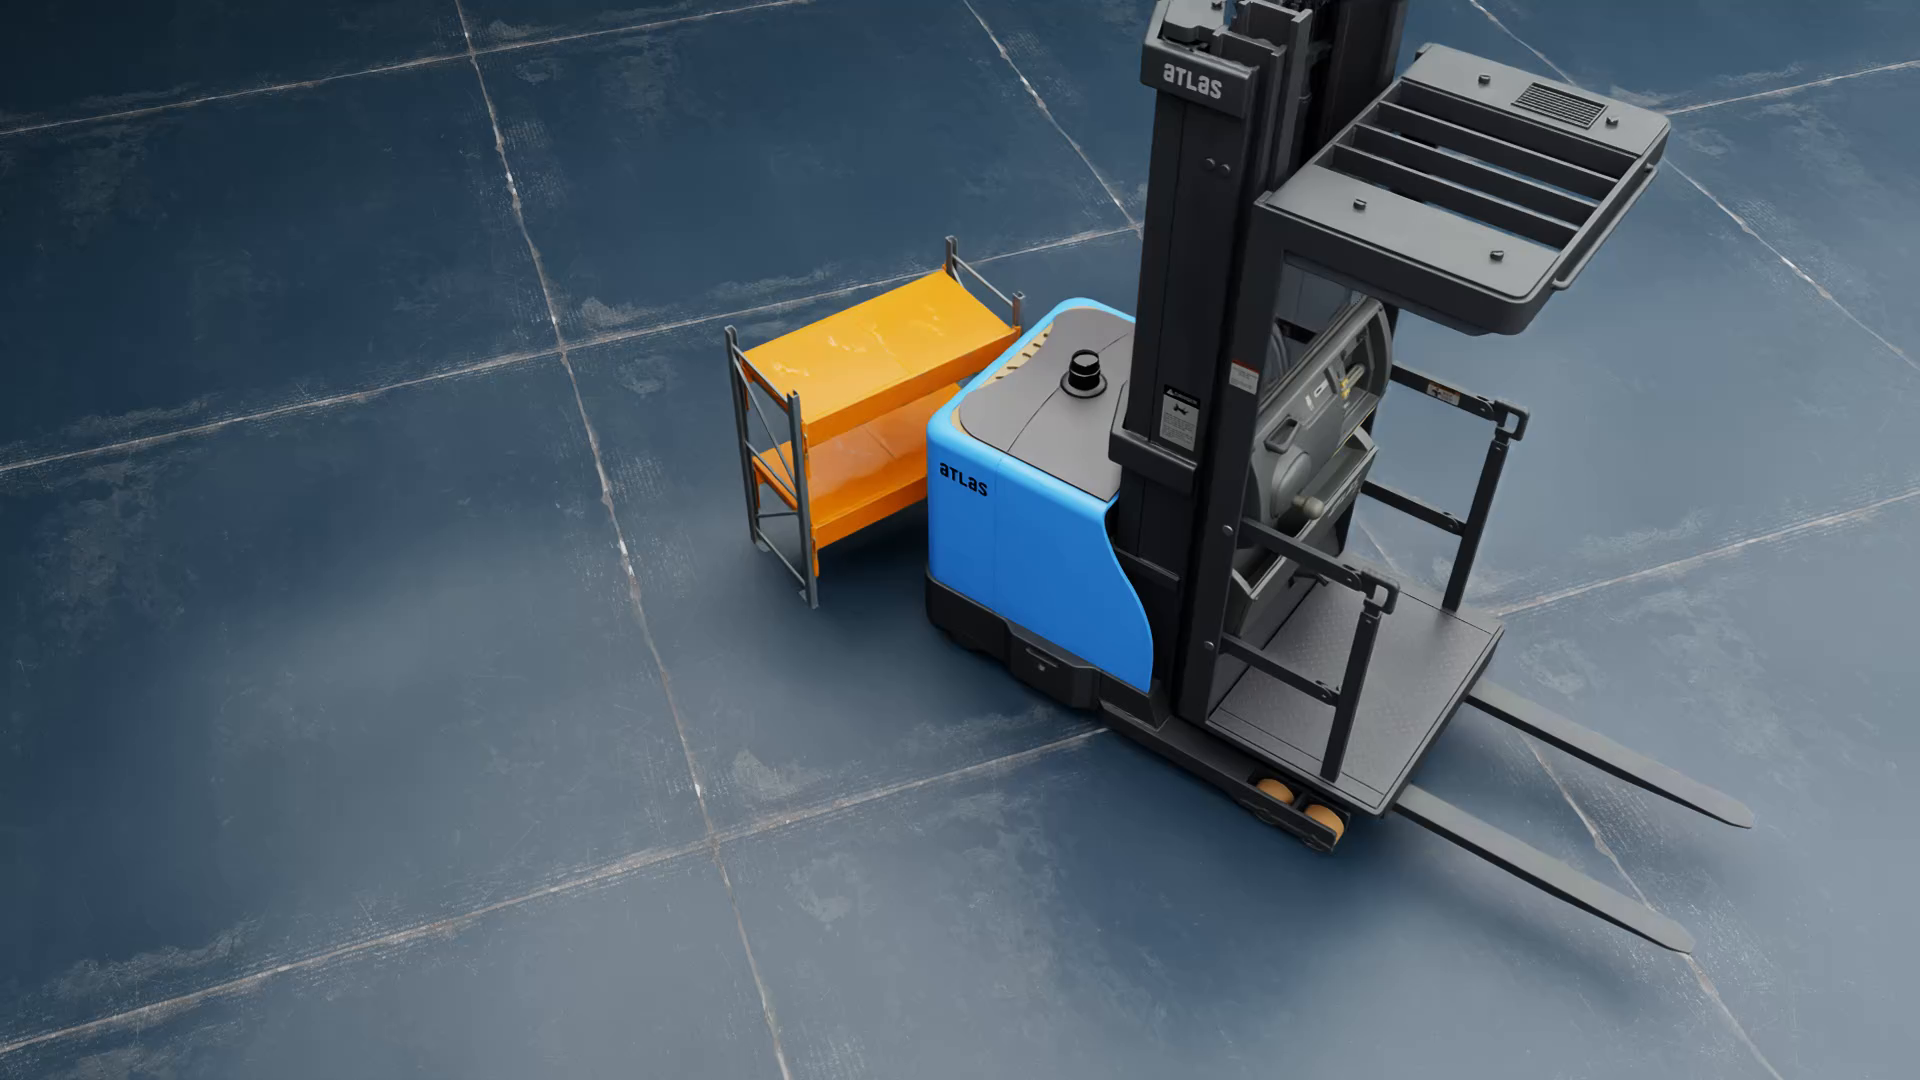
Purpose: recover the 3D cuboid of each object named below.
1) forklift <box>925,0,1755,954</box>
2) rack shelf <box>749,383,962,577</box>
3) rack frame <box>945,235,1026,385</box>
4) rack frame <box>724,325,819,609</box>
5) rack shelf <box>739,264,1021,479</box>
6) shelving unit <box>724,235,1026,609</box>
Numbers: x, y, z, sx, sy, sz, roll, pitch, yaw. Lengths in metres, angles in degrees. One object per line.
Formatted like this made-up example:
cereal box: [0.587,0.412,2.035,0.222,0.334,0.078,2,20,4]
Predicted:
forklift: [1.351,-0.357,5.346,3.031,2.935,1.130,27,51,25]
rack shelf: [-0.318,-0.300,6.909,1.000,0.278,0.538,-27,51,-24]
rack frame: [0.097,-0.680,6.943,0.032,1.125,0.500,-27,51,-24]
rack frame: [-0.734,-0.265,6.529,0.032,1.125,0.500,-27,51,-24]
rack shelf: [-0.318,-0.679,6.528,1.000,0.278,0.538,-27,51,-24]
shelving unit: [-0.318,-0.472,6.736,1.048,1.125,0.538,-27,51,-24]
